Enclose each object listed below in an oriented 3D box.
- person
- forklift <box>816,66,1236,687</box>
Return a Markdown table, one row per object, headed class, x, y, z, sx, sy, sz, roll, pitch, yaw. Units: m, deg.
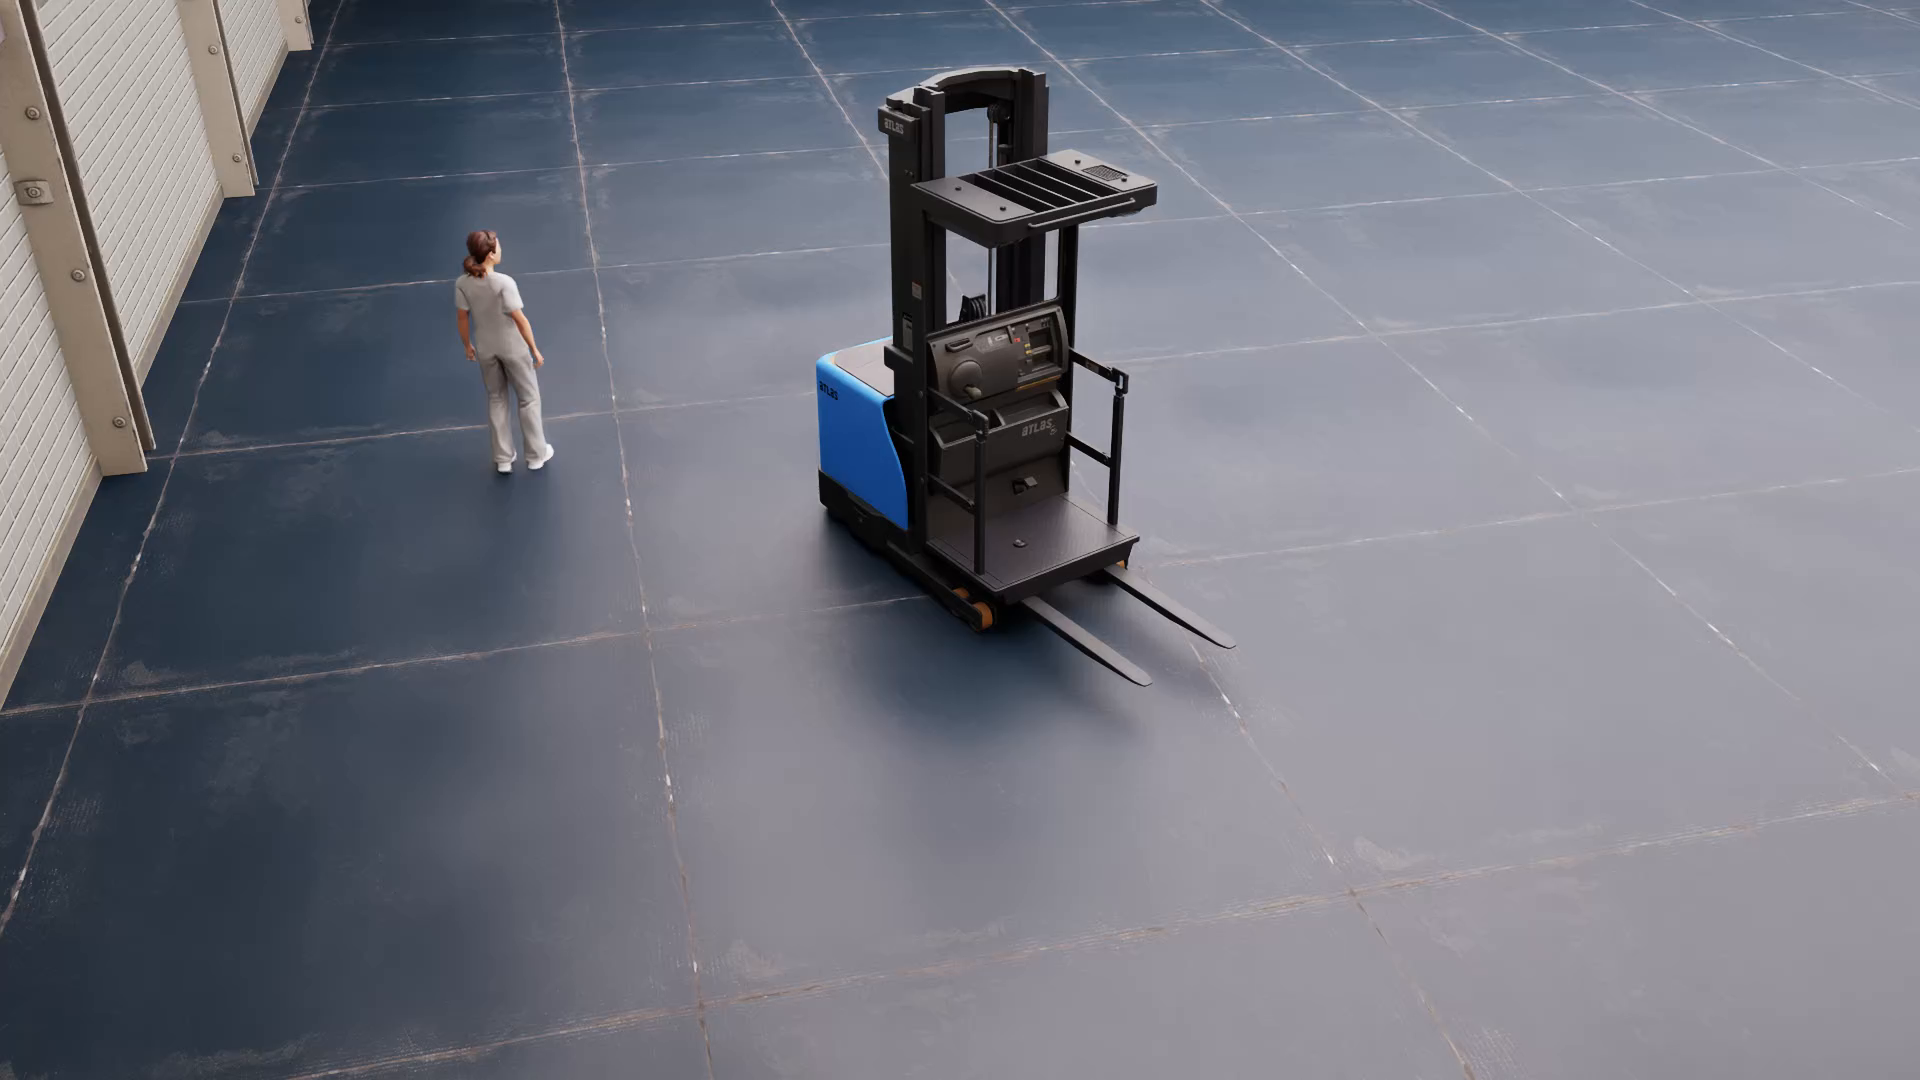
| class | x | y | z | sx | sy | sz | roll | pitch | yaw |
| --- | --- | --- | --- | --- | --- | --- | --- | --- | --- |
| person | -3.011 | -1.255 | 11.000 | 0.543 | 1.672 | 0.405 | 5 | 30 | 8 |
| forklift | 0.355 | -1.021 | 9.338 | 1.130 | 2.935 | 3.031 | -20 | 35 | -30 |
